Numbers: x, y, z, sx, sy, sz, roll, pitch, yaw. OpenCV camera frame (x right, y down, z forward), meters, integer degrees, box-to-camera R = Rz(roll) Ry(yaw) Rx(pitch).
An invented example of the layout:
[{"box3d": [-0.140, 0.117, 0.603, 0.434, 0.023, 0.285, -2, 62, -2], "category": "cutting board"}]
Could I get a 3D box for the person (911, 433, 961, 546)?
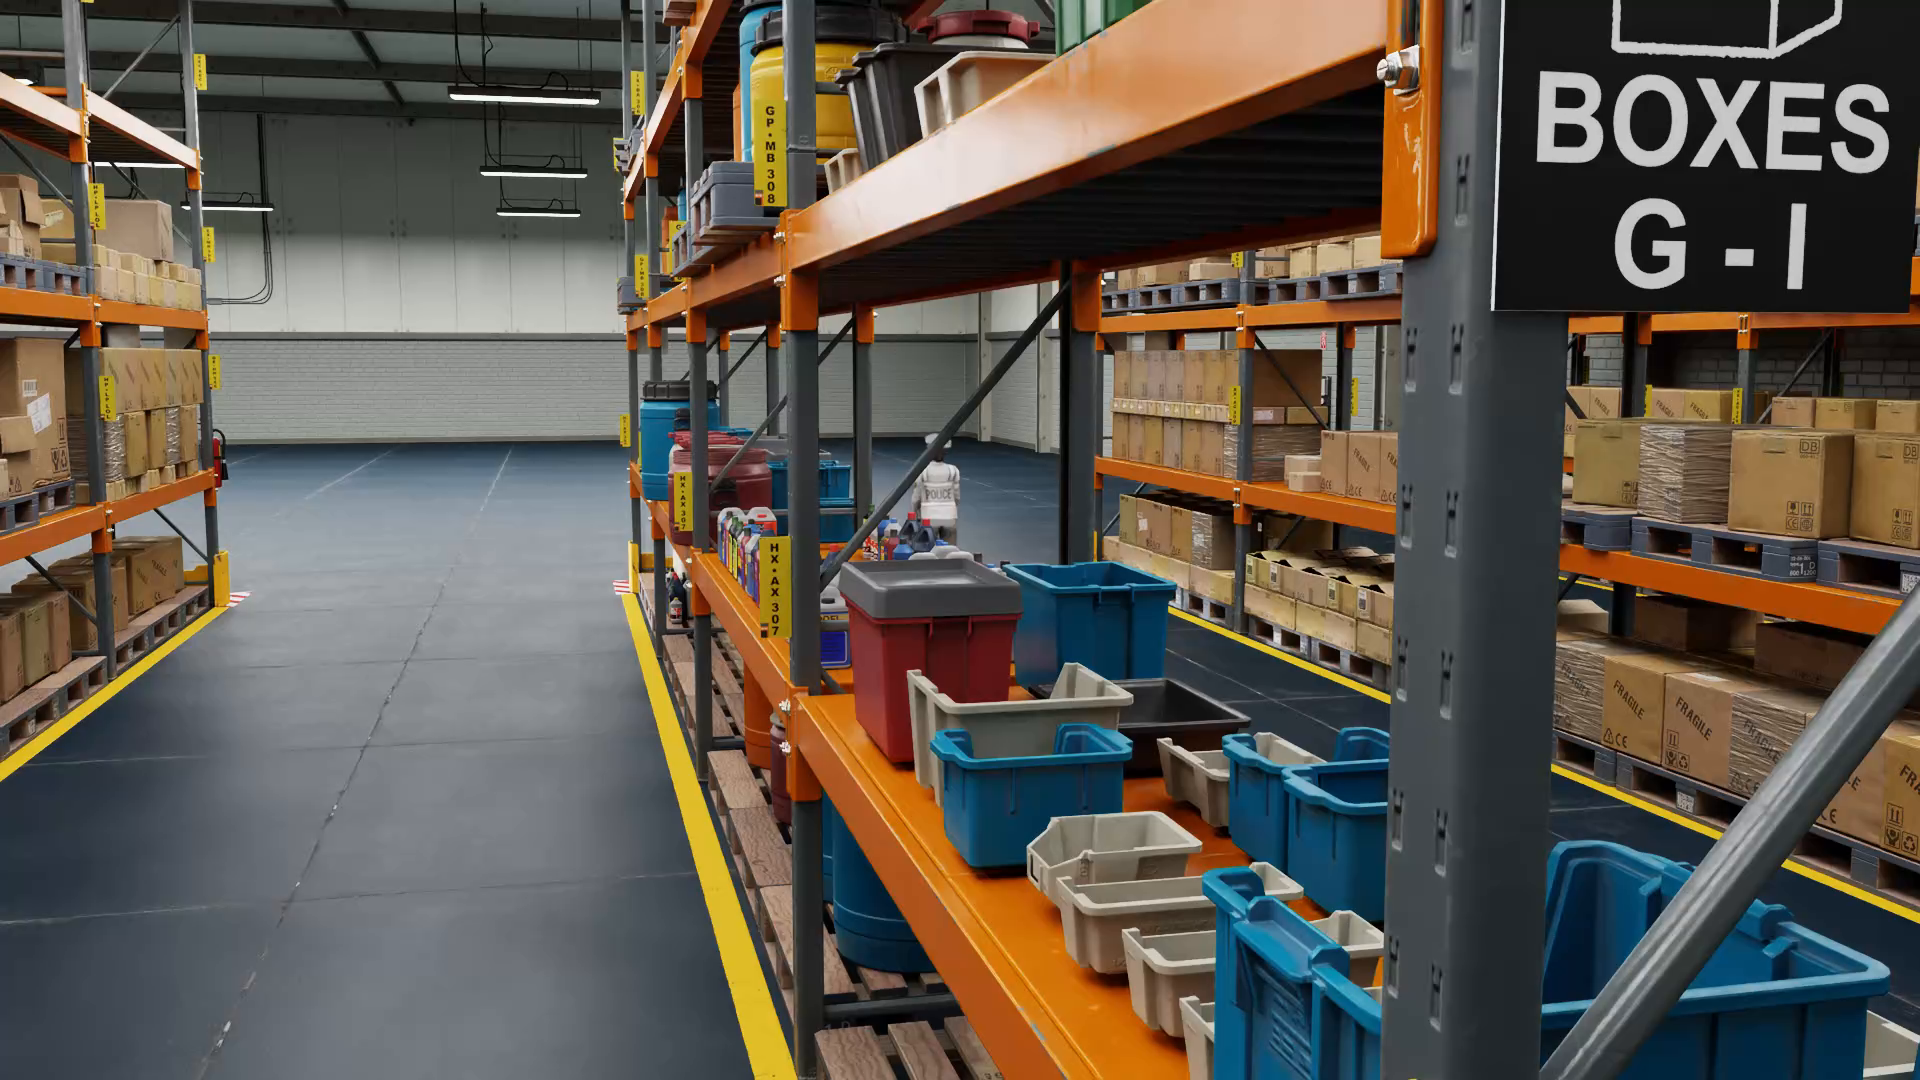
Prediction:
[{"box3d": [-0.227, -0.154, 15.469, 0.461, 1.687, 0.555, -2, 6, -14], "category": "person"}]
